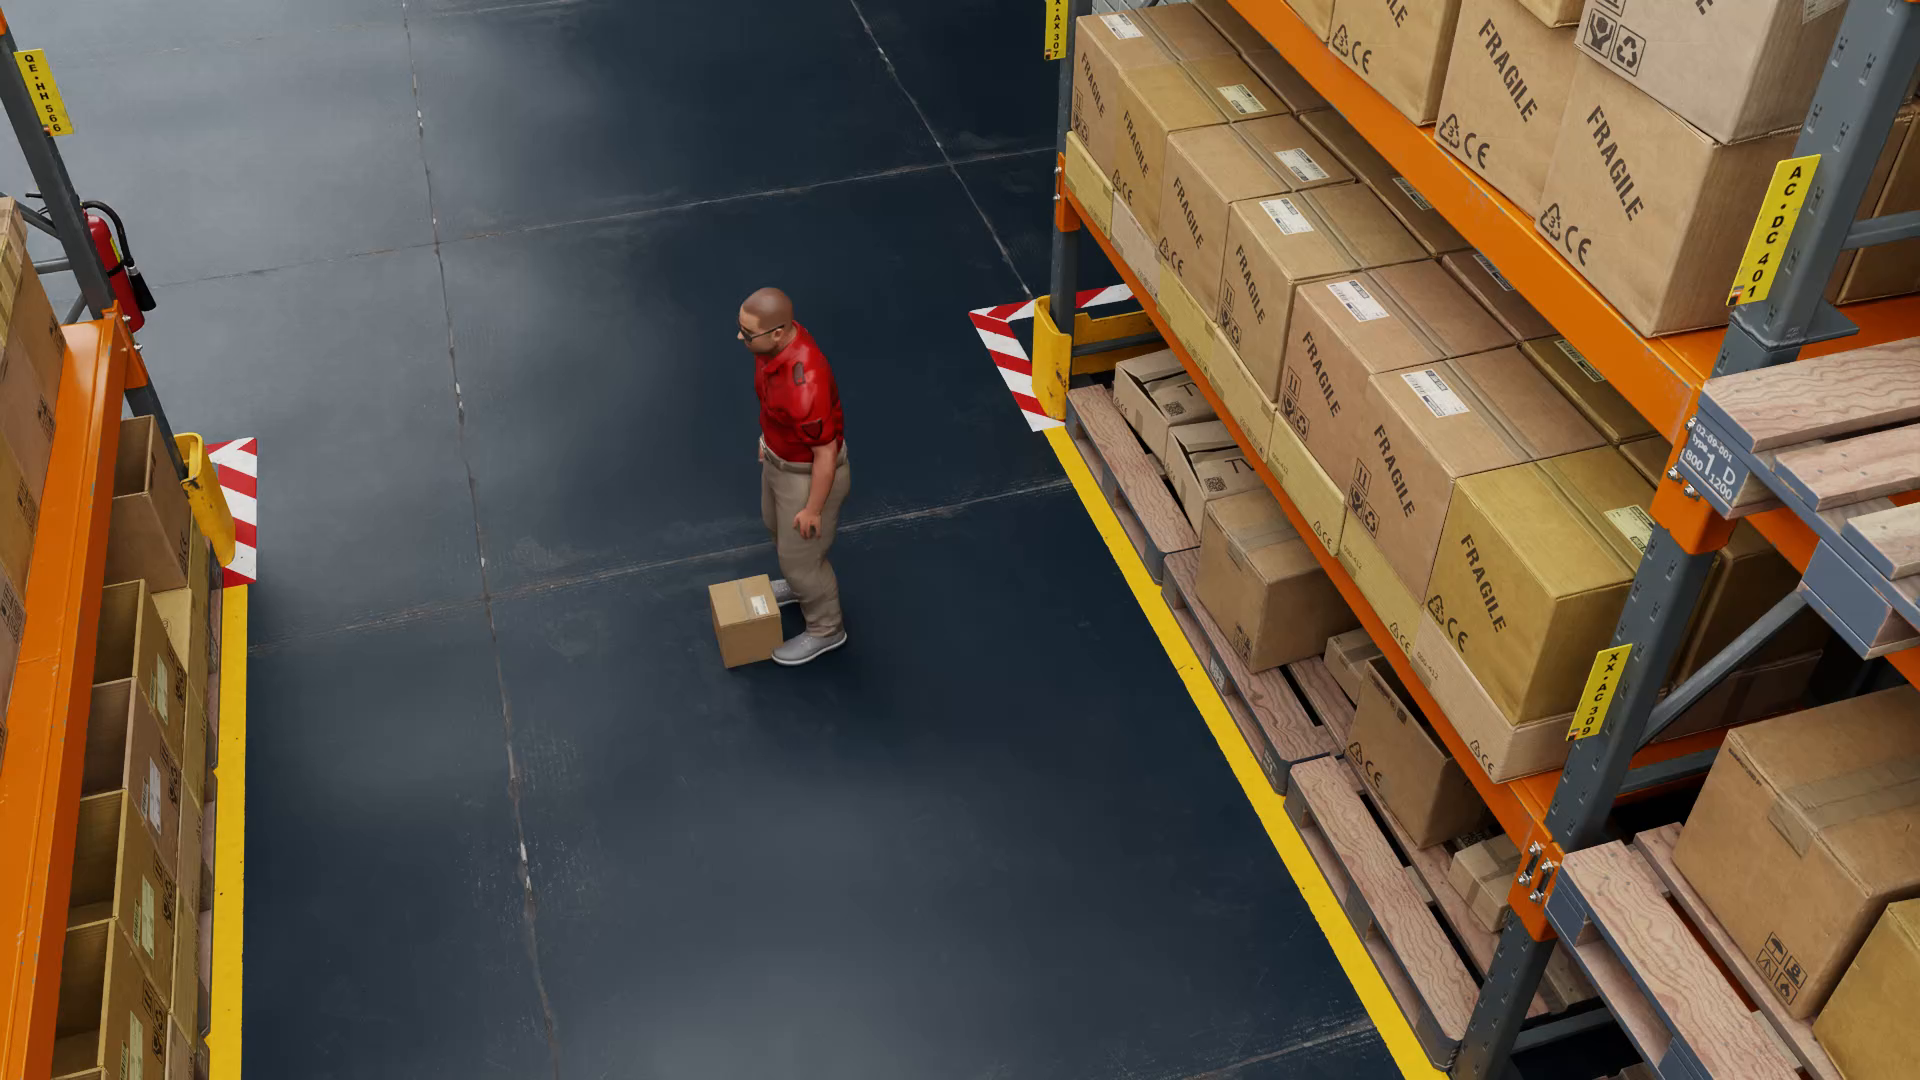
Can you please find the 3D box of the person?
[{"bbox_3d":[-0.642,-0.267,6.468,0.393,1.726,0.601,-14,44,-15],"label":"person"}]
